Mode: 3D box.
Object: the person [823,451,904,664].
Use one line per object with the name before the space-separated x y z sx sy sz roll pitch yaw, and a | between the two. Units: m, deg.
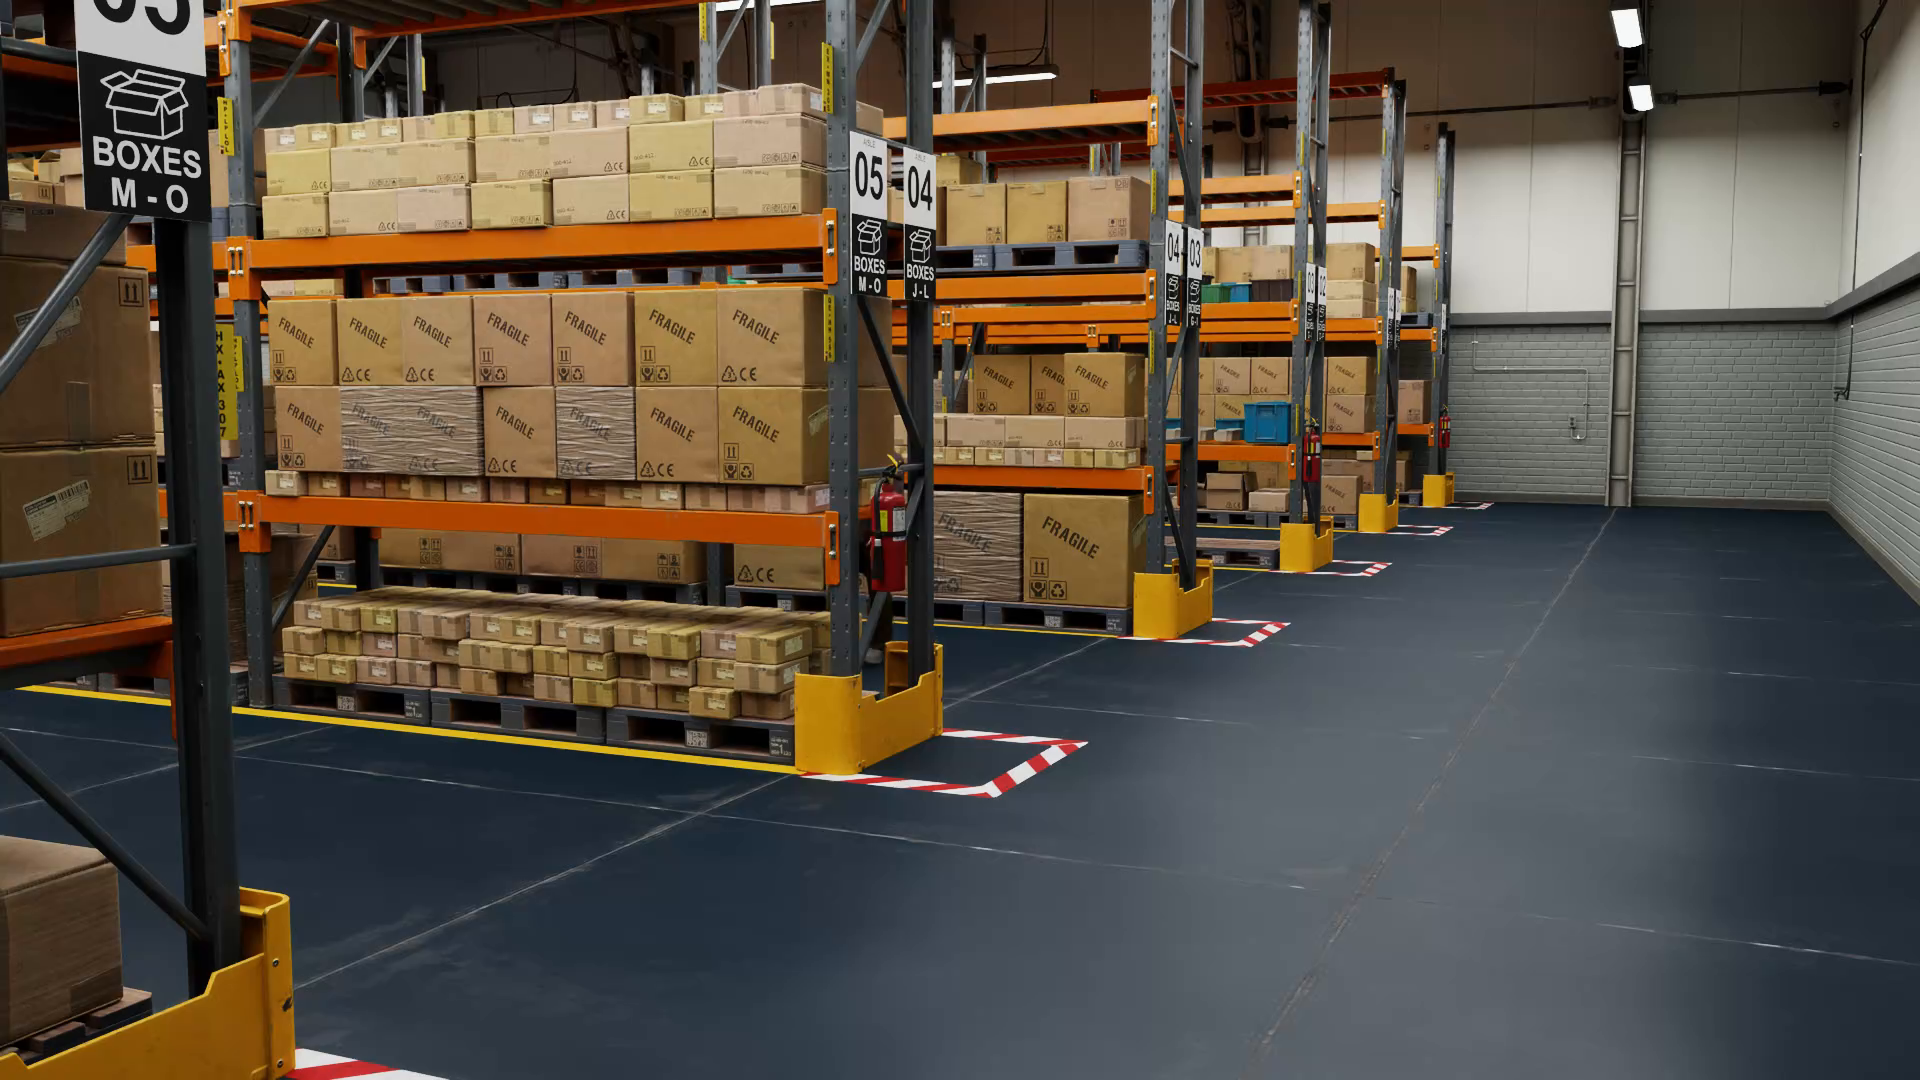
person | -0.698 -0.002 11.356 0.596 1.765 0.858 2 6 23
